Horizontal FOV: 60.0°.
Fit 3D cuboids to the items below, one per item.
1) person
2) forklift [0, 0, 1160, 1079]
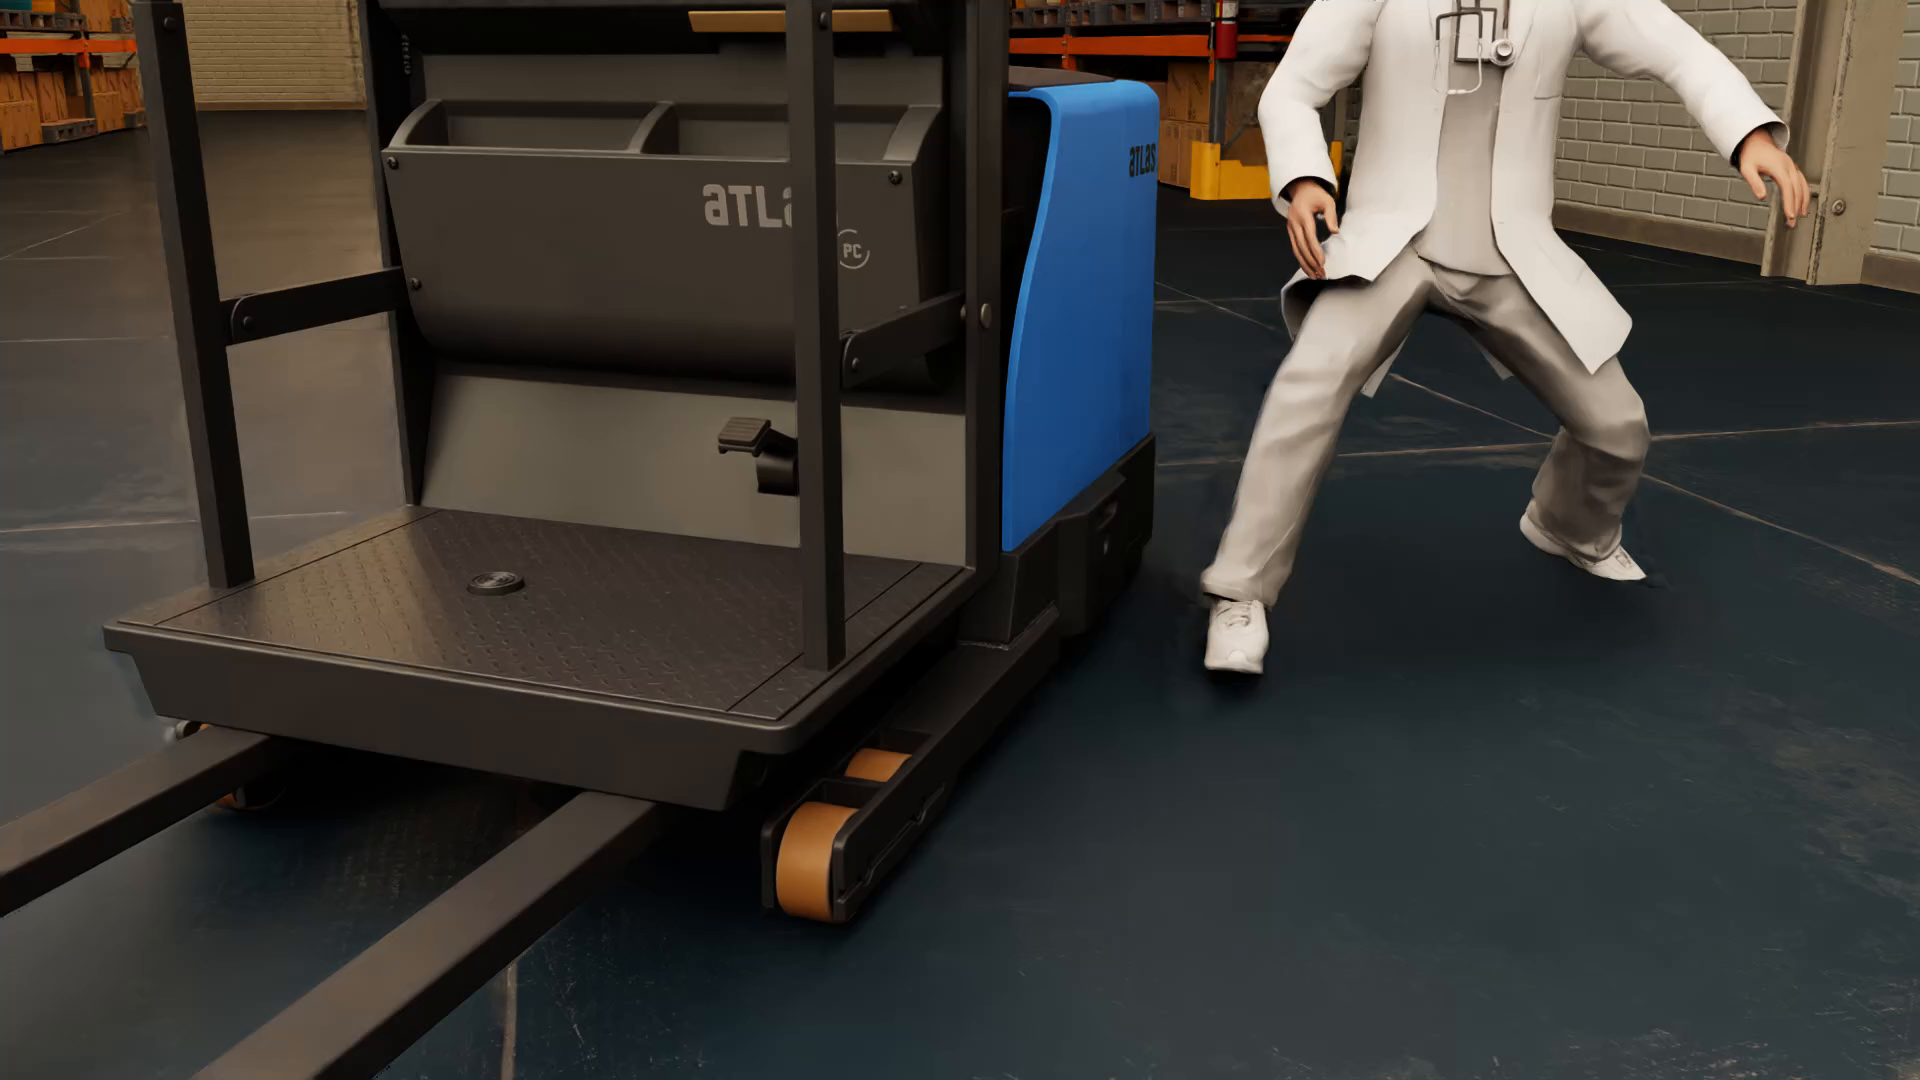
[{"bbox_3d":[1.019,-0.561,3.262,1.061,1.645,1.056,2,17,5],"label":"person"},{"bbox_3d":[-0.550,-1.015,2.284,1.130,2.935,3.031,6,18,19],"label":"forklift"}]
